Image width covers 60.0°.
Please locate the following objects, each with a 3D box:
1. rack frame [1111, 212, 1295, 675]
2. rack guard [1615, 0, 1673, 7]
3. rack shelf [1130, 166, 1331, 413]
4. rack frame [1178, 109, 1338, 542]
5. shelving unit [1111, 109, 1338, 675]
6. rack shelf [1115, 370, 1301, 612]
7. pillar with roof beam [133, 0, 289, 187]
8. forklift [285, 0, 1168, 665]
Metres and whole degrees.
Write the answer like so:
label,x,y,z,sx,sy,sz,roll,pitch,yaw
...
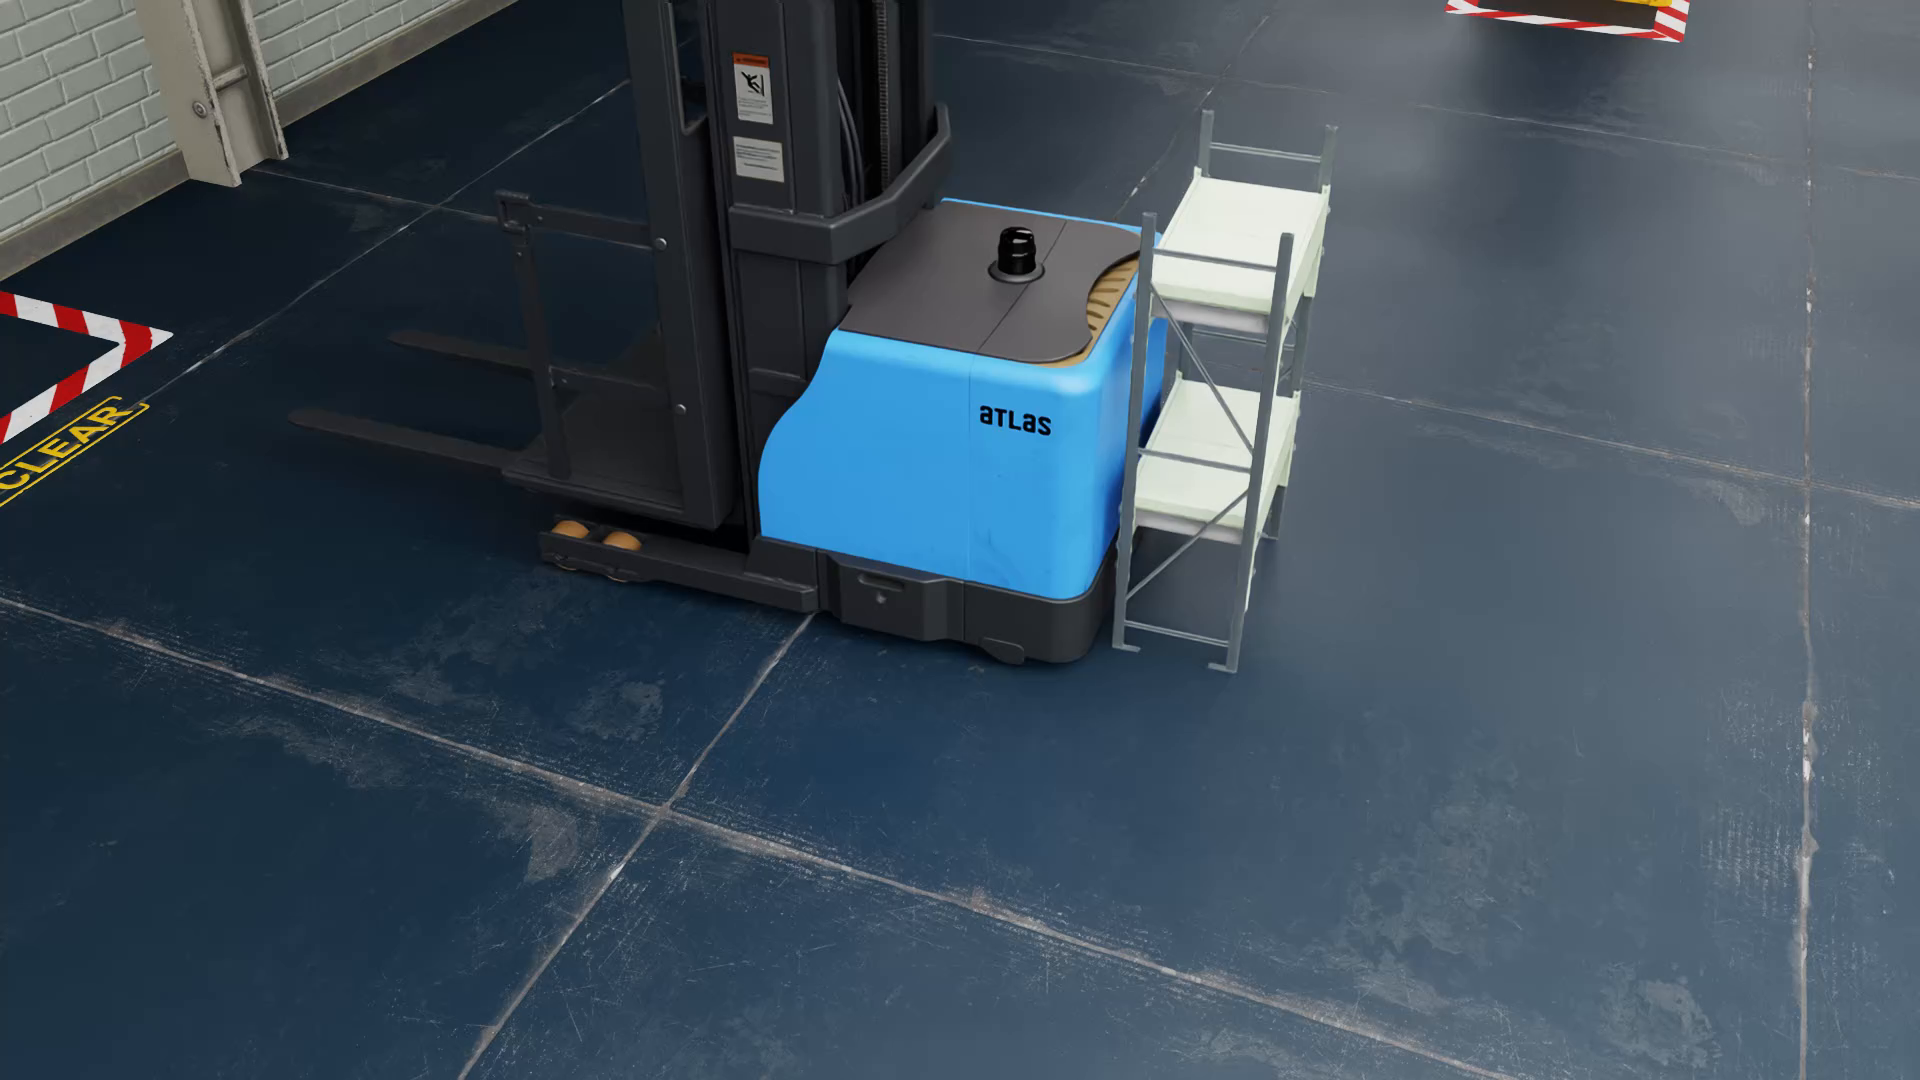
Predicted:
label,x,y,z,sx,sy,sz,roll,pitch,yaw
rack frame,0.675,-0.226,4.799,0.400,1.500,0.023,12,38,15
rack guard,3.820,-3.645,10.209,1.175,0.500,0.348,14,39,18
rack shelf,0.793,-0.745,4.843,0.431,0.370,0.720,12,38,15
rack frame,0.912,-0.640,5.354,0.400,1.500,0.023,12,38,15
shelving unit,0.793,-0.433,5.076,0.431,1.500,0.755,12,38,15
rack shelf,0.793,-0.172,5.272,0.431,0.370,0.720,12,38,15
pillar with roof beam,0.411,-4.471,4.215,9.100,9.000,0.400,14,39,18
forklift,-0.883,-1.318,5.065,3.031,2.935,1.130,12,38,15
